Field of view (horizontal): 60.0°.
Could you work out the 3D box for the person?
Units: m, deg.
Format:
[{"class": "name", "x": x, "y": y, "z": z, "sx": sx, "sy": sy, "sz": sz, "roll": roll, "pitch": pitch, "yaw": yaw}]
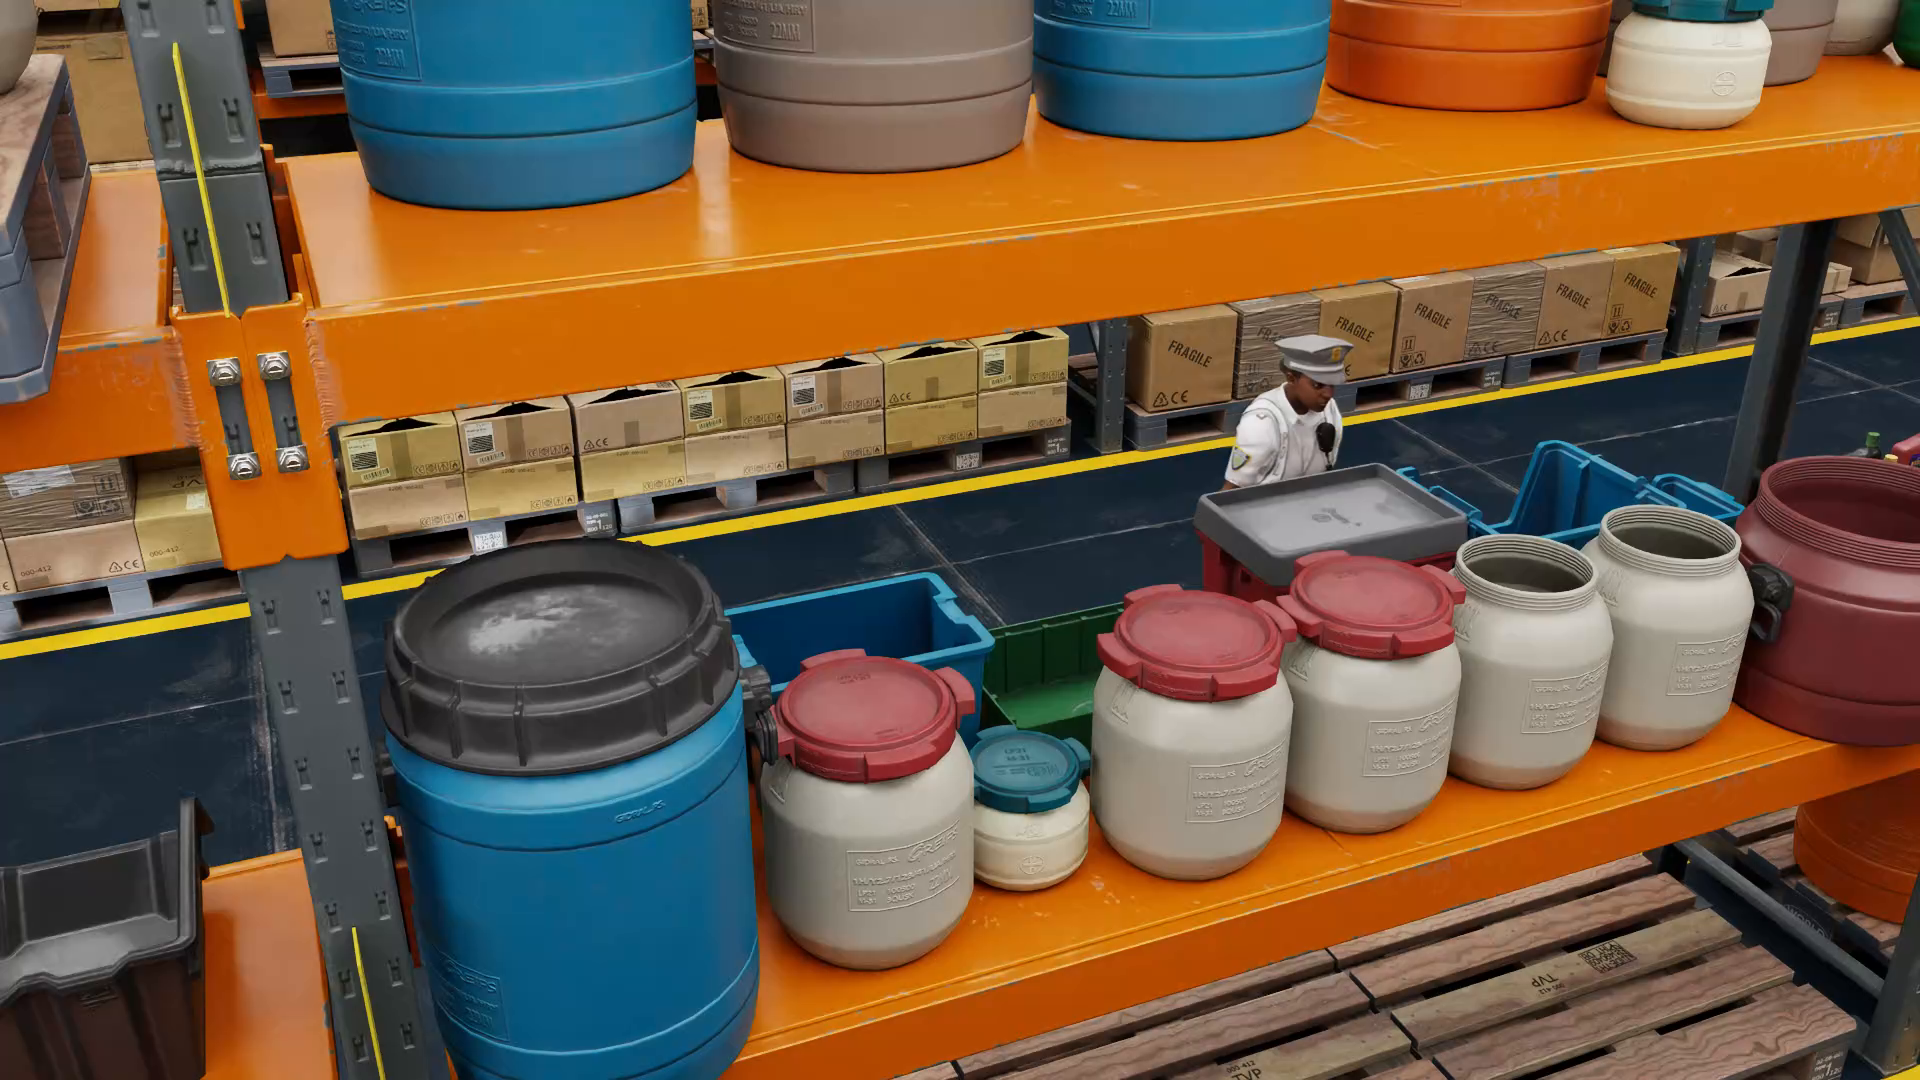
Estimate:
[{"class": "person", "x": 1.149, "y": 0.040, "z": 6.028, "sx": 0.531, "sy": 1.661, "sz": 0.426, "roll": -12, "pitch": 29, "yaw": -24}]
